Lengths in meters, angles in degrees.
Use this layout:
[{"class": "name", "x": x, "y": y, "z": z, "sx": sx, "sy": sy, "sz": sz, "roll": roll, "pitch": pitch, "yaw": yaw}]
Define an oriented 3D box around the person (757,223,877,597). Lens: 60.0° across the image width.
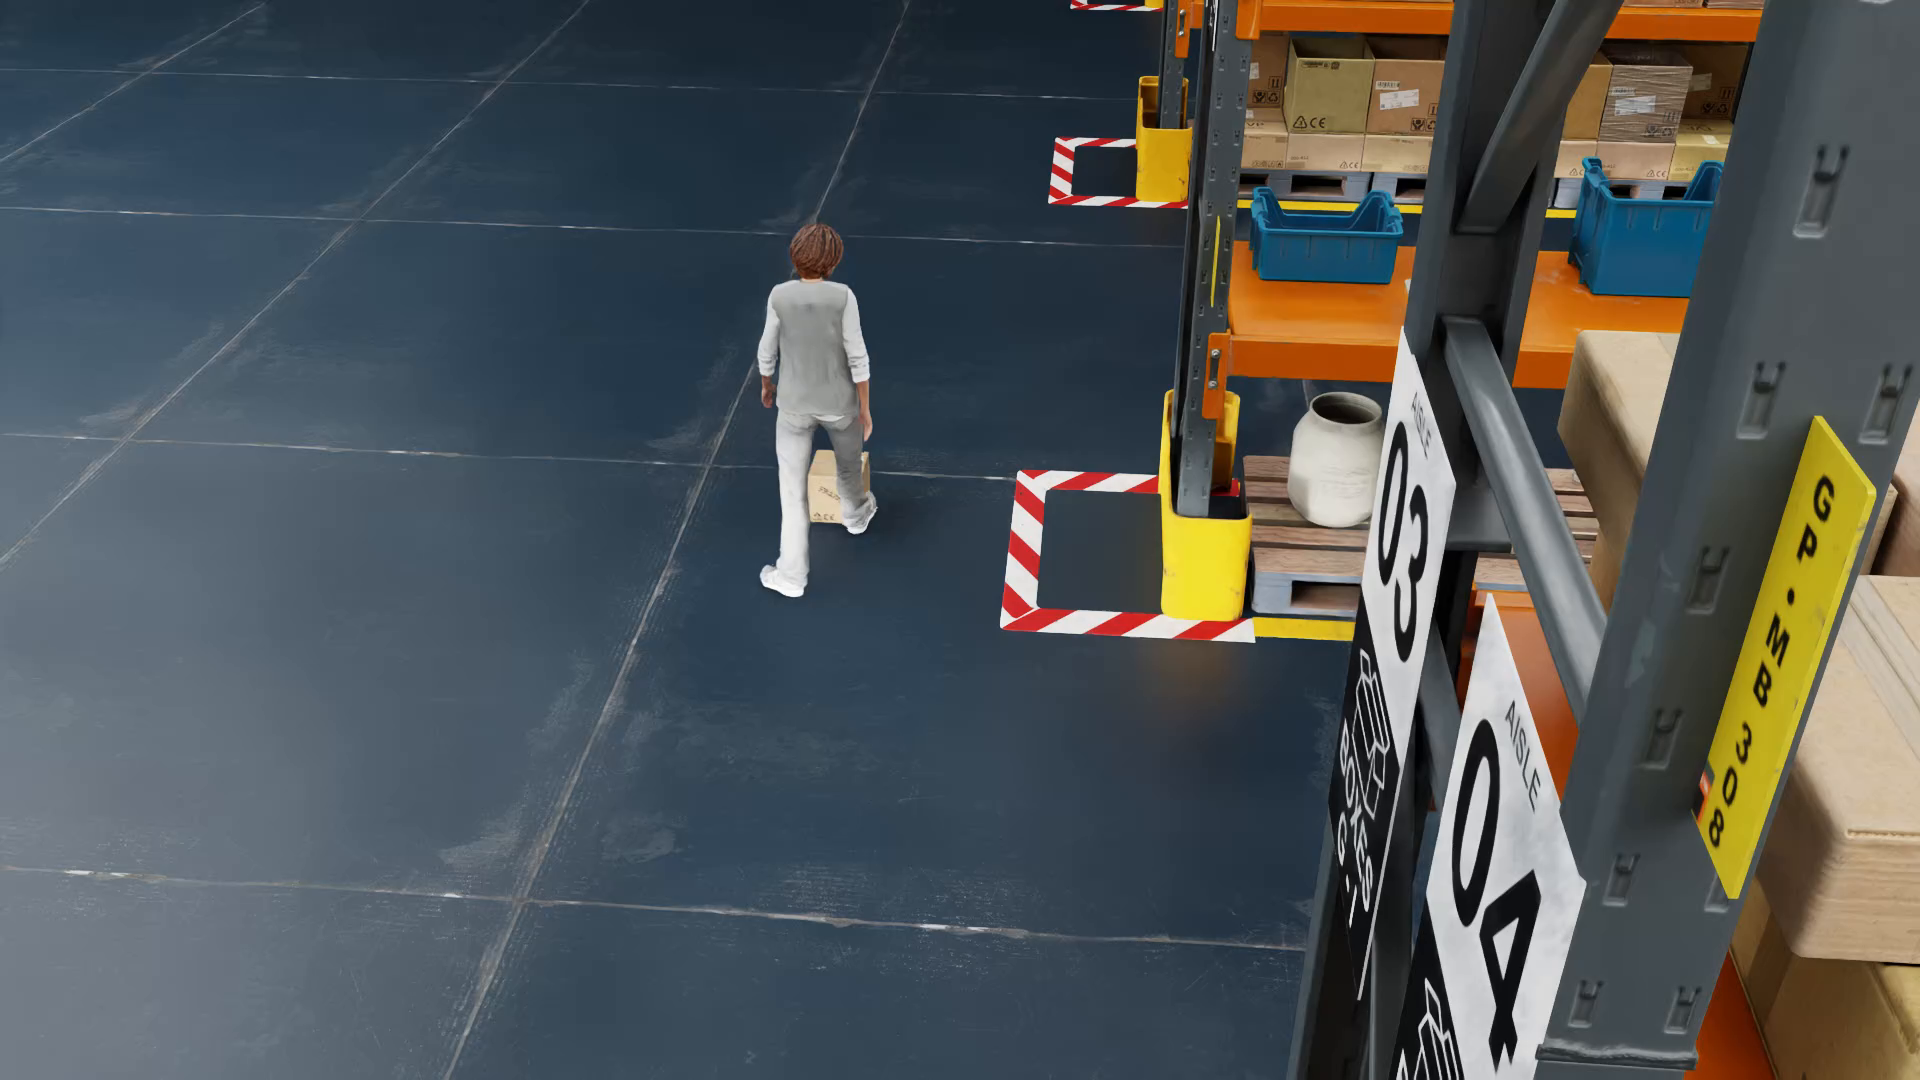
[{"class": "person", "x": -0.626, "y": -0.569, "z": 7.091, "sx": 0.538, "sy": 1.492, "sz": 0.799, "roll": -3, "pitch": 33, "yaw": -5}]
